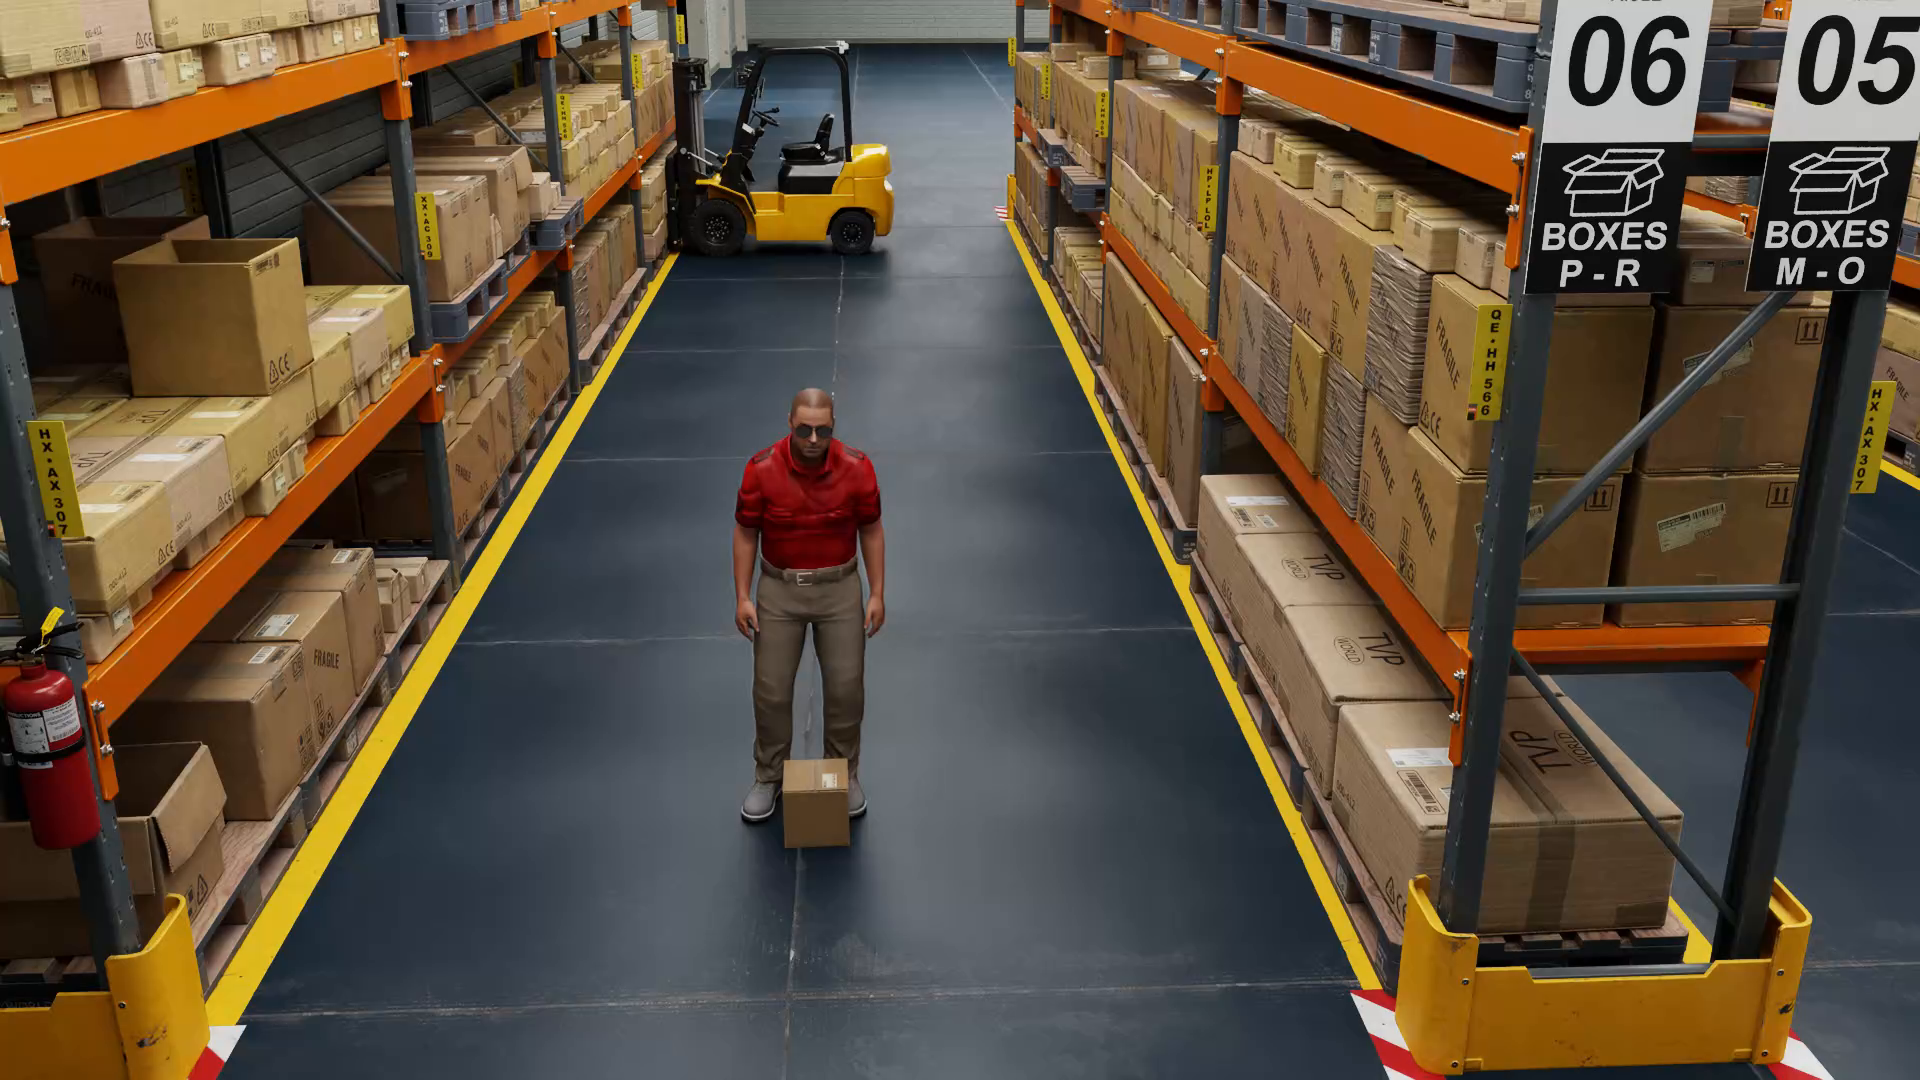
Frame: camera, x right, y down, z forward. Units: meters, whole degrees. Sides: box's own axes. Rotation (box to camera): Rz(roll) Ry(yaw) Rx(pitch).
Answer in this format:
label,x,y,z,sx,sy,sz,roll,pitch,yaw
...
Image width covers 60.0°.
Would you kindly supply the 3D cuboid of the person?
label,x,y,z,sx,sy,sz,roll,pitch,yaw
person,-0.584,0.238,6.452,0.601,1.726,0.393,-2,20,-6
